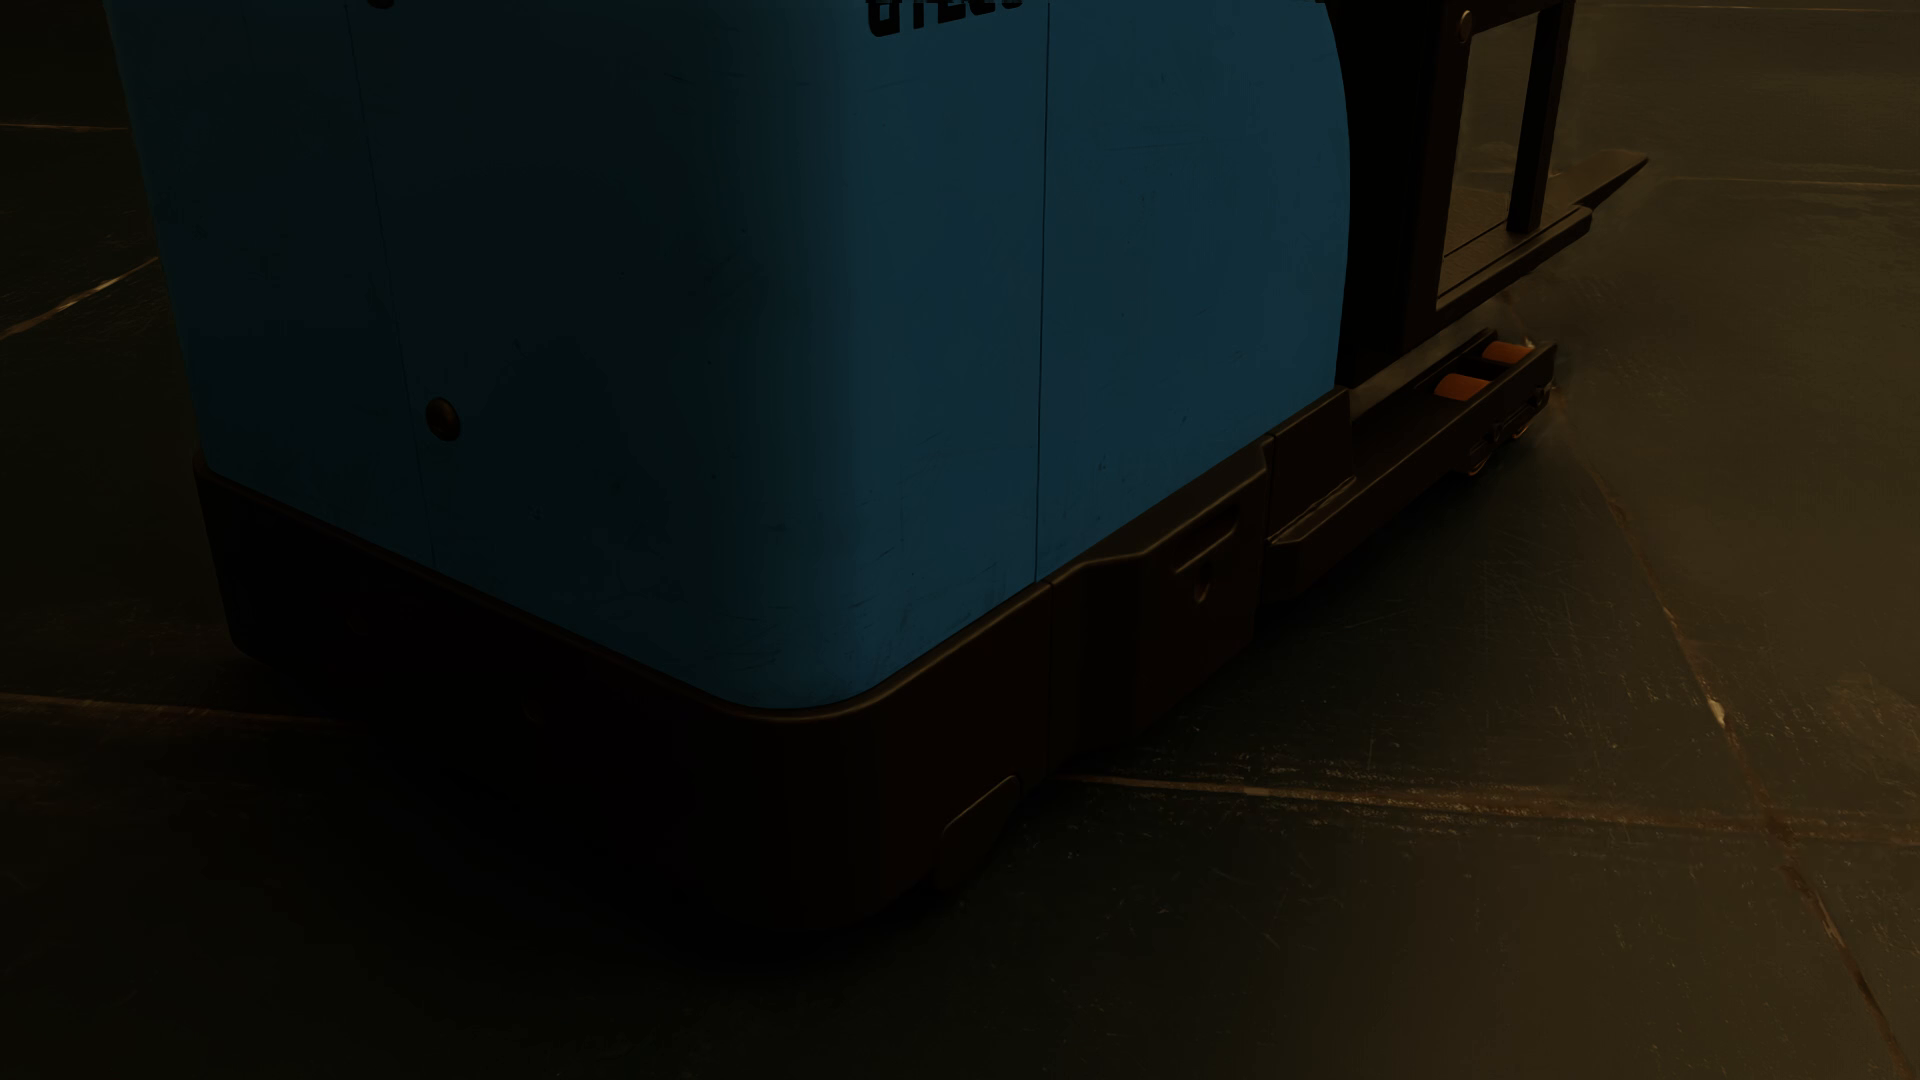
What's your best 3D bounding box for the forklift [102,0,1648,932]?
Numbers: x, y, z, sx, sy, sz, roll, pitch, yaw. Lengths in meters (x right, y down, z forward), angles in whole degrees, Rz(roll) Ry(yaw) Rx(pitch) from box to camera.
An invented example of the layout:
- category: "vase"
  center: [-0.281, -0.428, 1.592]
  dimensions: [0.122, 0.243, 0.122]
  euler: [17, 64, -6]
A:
- category: "forklift"
  center: [0.362, -1.533, 2.289]
  dimensions: [1.130, 2.935, 3.031]
  euler: [19, 32, 33]
